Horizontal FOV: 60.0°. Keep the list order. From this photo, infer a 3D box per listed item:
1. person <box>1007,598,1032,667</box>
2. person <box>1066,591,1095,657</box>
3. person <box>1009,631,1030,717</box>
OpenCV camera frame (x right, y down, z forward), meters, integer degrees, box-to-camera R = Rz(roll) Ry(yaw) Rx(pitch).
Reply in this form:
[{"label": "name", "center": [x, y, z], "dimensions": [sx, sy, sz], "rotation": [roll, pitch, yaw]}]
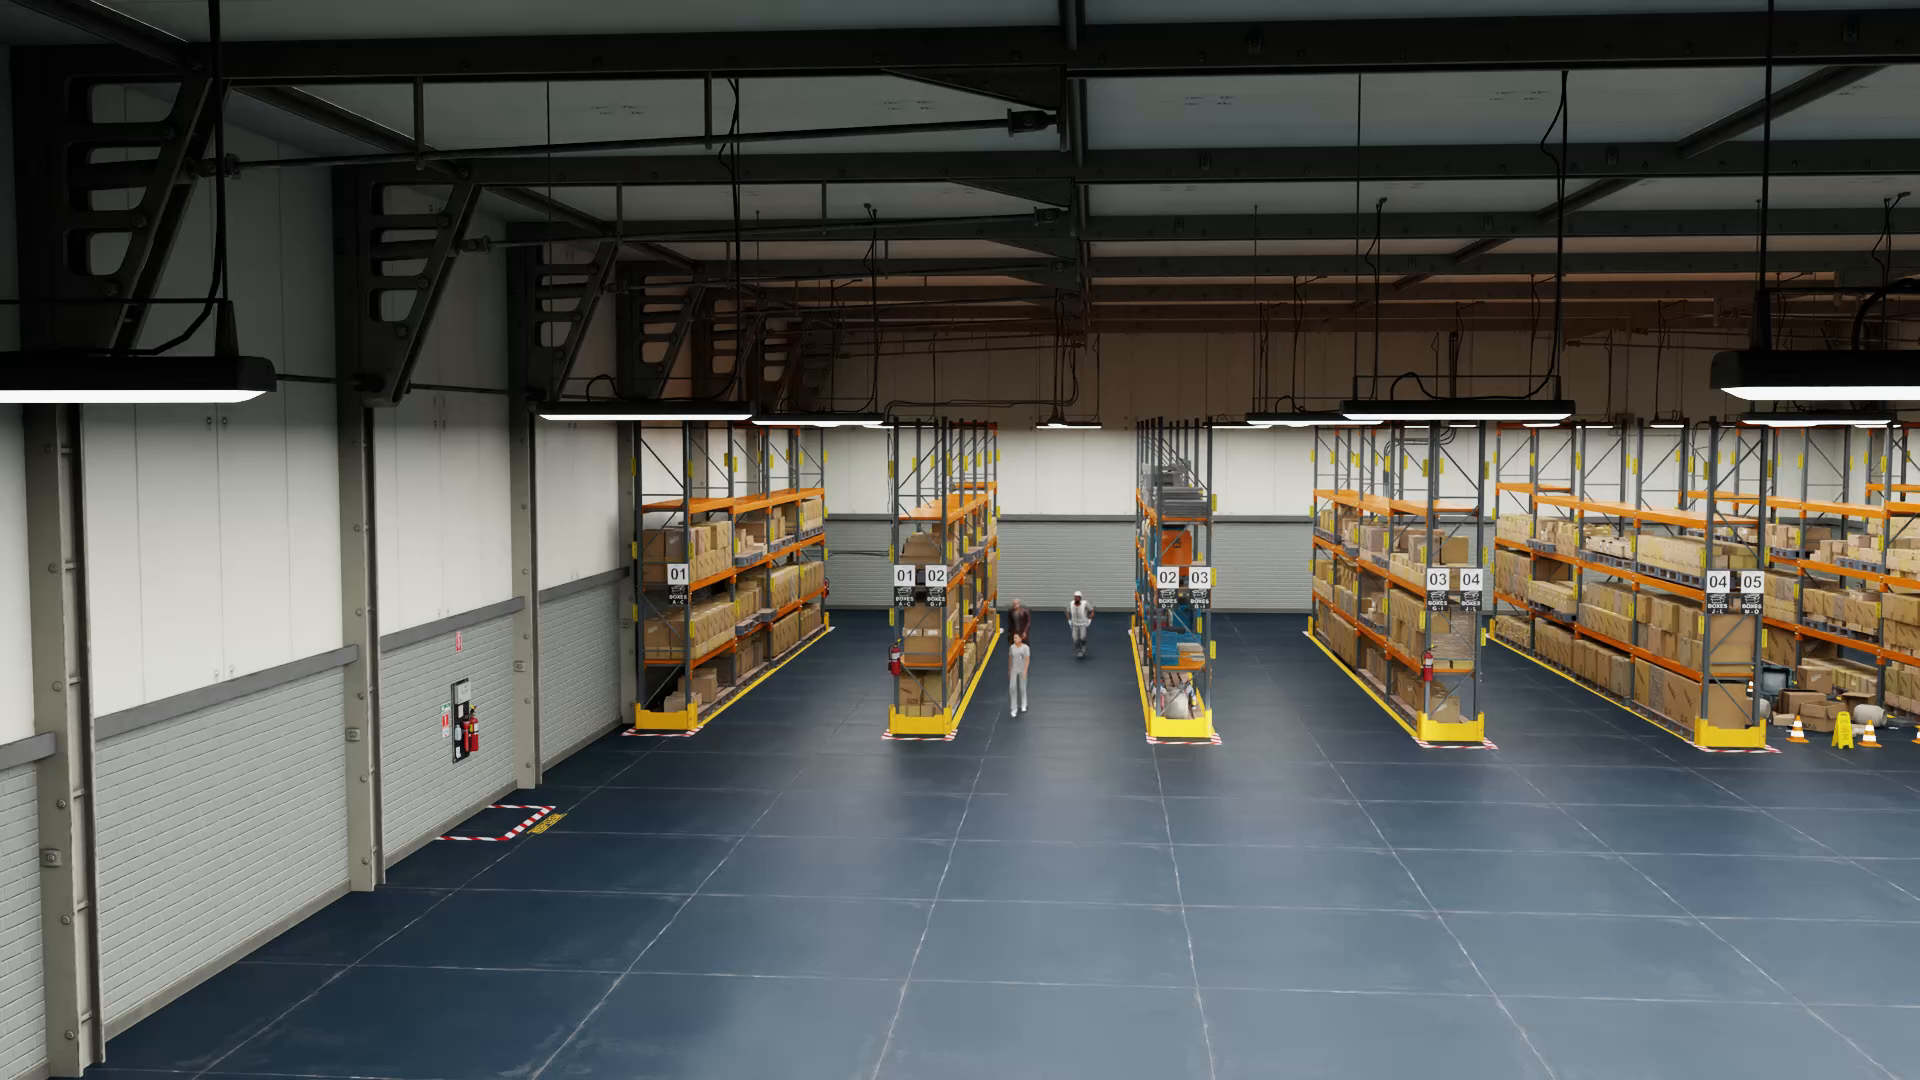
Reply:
[{"label": "person", "center": [1.413, 2.203, 39.330], "dimensions": [0.616, 1.669, 0.865], "rotation": [1, 4, 20]}, {"label": "person", "center": [3.050, 2.132, 42.151], "dimensions": [0.729, 1.687, 0.620], "rotation": [1, 4, 13]}, {"label": "person", "center": [1.188, 2.700, 33.721], "dimensions": [0.459, 1.687, 0.771], "rotation": [1, 4, 14]}]
